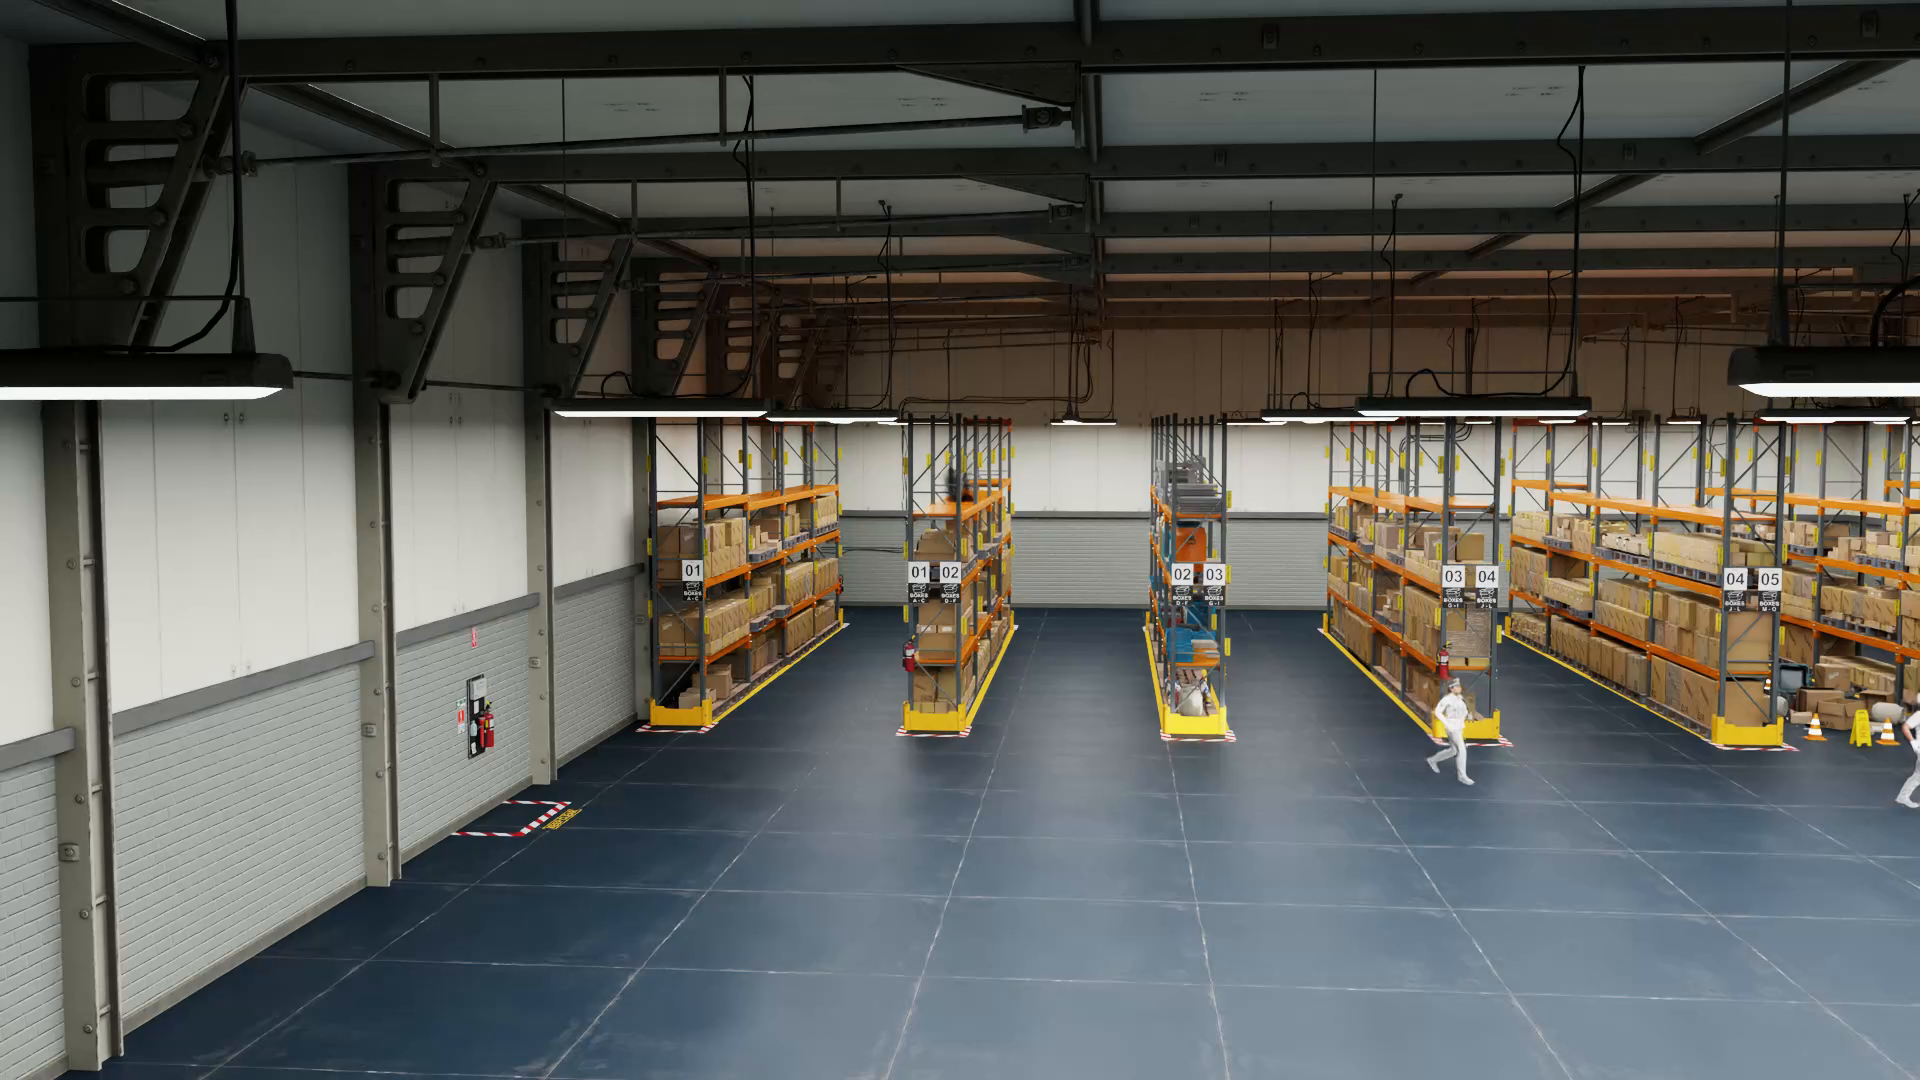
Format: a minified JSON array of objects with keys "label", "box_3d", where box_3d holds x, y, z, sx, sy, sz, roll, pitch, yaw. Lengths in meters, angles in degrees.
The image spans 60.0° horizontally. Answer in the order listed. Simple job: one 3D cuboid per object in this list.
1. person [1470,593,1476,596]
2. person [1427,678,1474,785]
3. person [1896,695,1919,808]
[{"label":"person","box_3d":[13.840,1.837,45.097,0.703,1.704,0.568,0,4,6]},{"label":"person","box_3d":[7.991,3.069,26.983,0.810,1.705,0.607,4,5,43]},{"label":"person","box_3d":[14.333,3.175,24.644,0.778,1.847,0.666,3,5,37]}]
